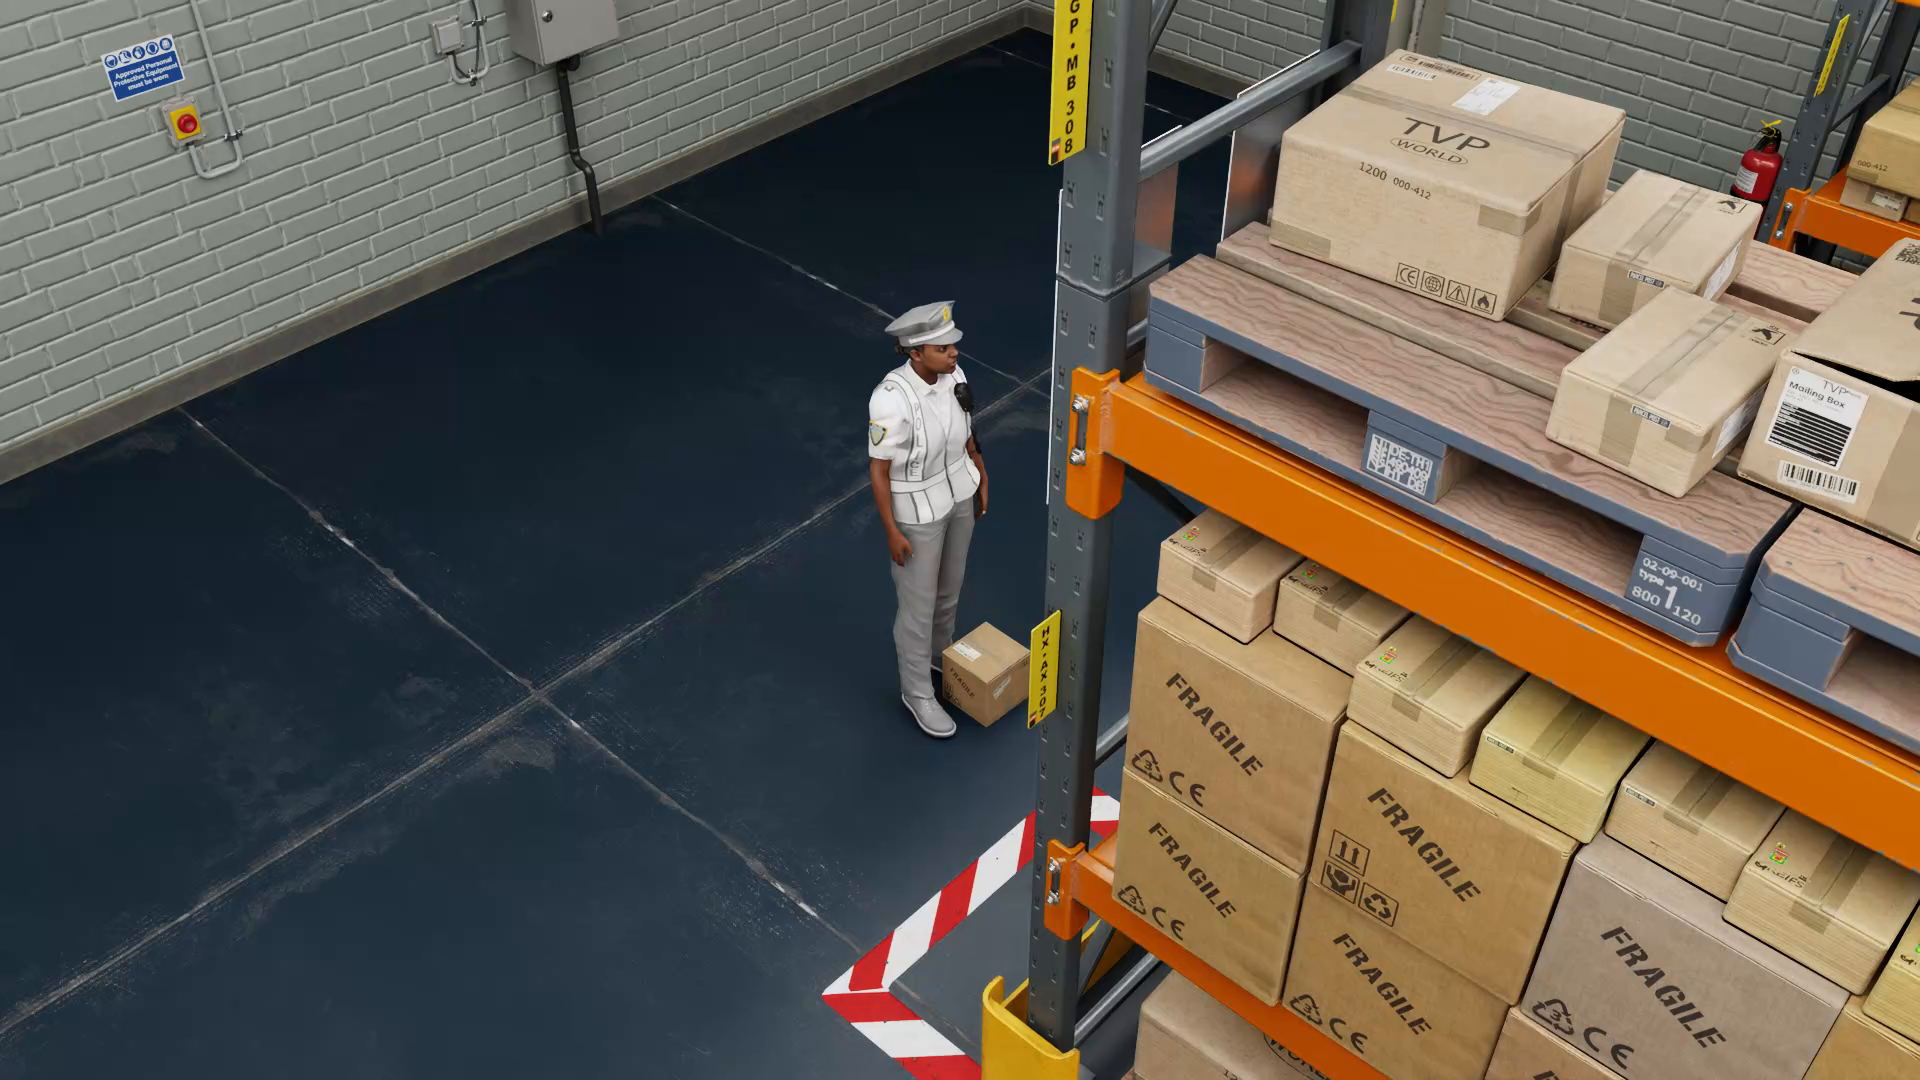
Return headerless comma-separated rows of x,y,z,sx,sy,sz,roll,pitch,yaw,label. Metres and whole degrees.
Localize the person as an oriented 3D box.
-0.069,-0.100,6.235,0.528,1.698,0.570,30,48,31,person
